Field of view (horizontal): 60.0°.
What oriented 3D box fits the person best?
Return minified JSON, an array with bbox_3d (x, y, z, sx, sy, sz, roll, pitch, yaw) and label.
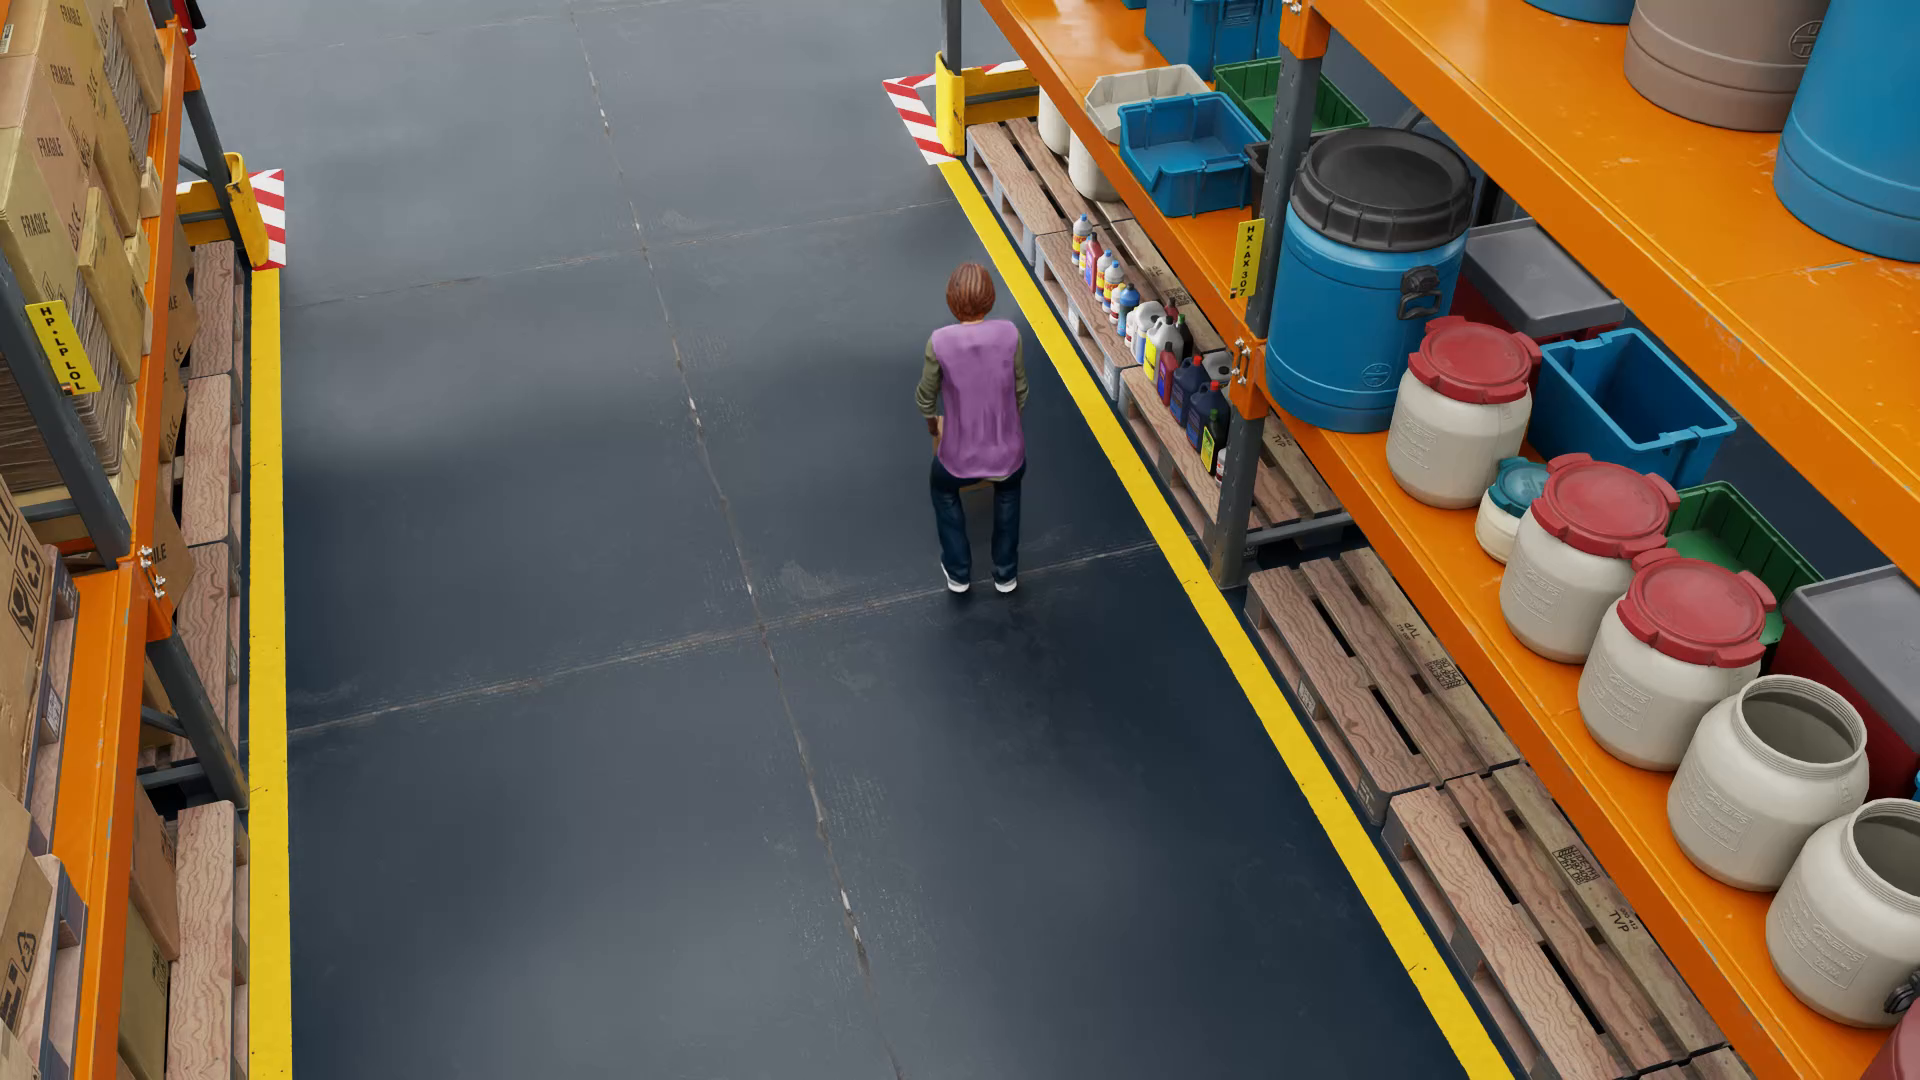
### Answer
[{"bbox_3d":[0.048,-0.368,6.734,0.460,1.376,0.601,-3,43,-3],"label":"person"}]
